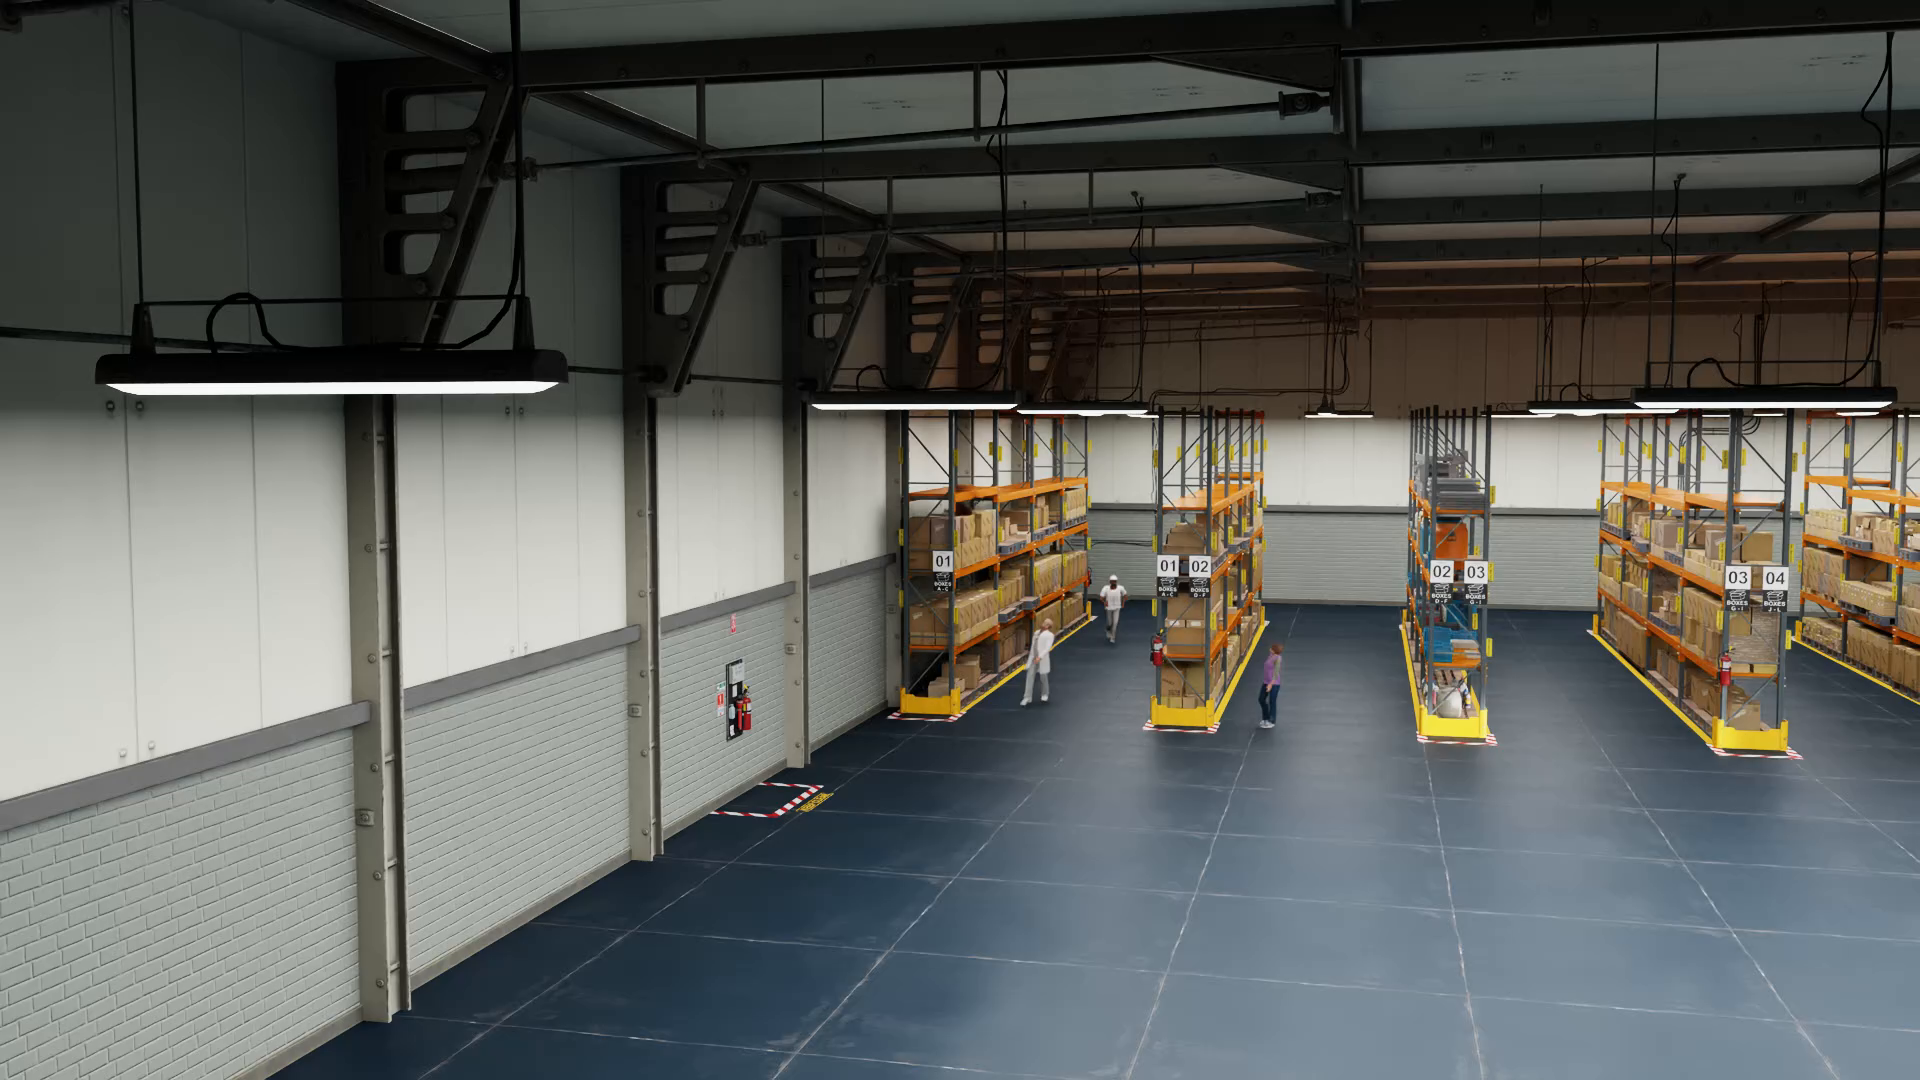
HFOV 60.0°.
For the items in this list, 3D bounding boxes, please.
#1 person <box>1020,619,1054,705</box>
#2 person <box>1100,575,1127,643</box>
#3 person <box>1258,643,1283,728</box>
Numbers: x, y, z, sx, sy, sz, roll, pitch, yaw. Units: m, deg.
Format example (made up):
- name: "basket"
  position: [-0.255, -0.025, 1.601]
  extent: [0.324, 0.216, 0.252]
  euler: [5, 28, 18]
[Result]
- name: "person"
  position: [1.590, 2.443, 33.550]
  extent: [0.574, 1.692, 1.052]
  euler: [2, 4, 23]
- name: "person"
  position: [3.982, 1.770, 43.107]
  extent: [0.717, 1.738, 0.734]
  euler: [0, 4, -5]
- name: "person"
  position: [5.784, 2.721, 31.044]
  extent: [0.426, 1.619, 0.452]
  euler: [-3, 5, -33]
